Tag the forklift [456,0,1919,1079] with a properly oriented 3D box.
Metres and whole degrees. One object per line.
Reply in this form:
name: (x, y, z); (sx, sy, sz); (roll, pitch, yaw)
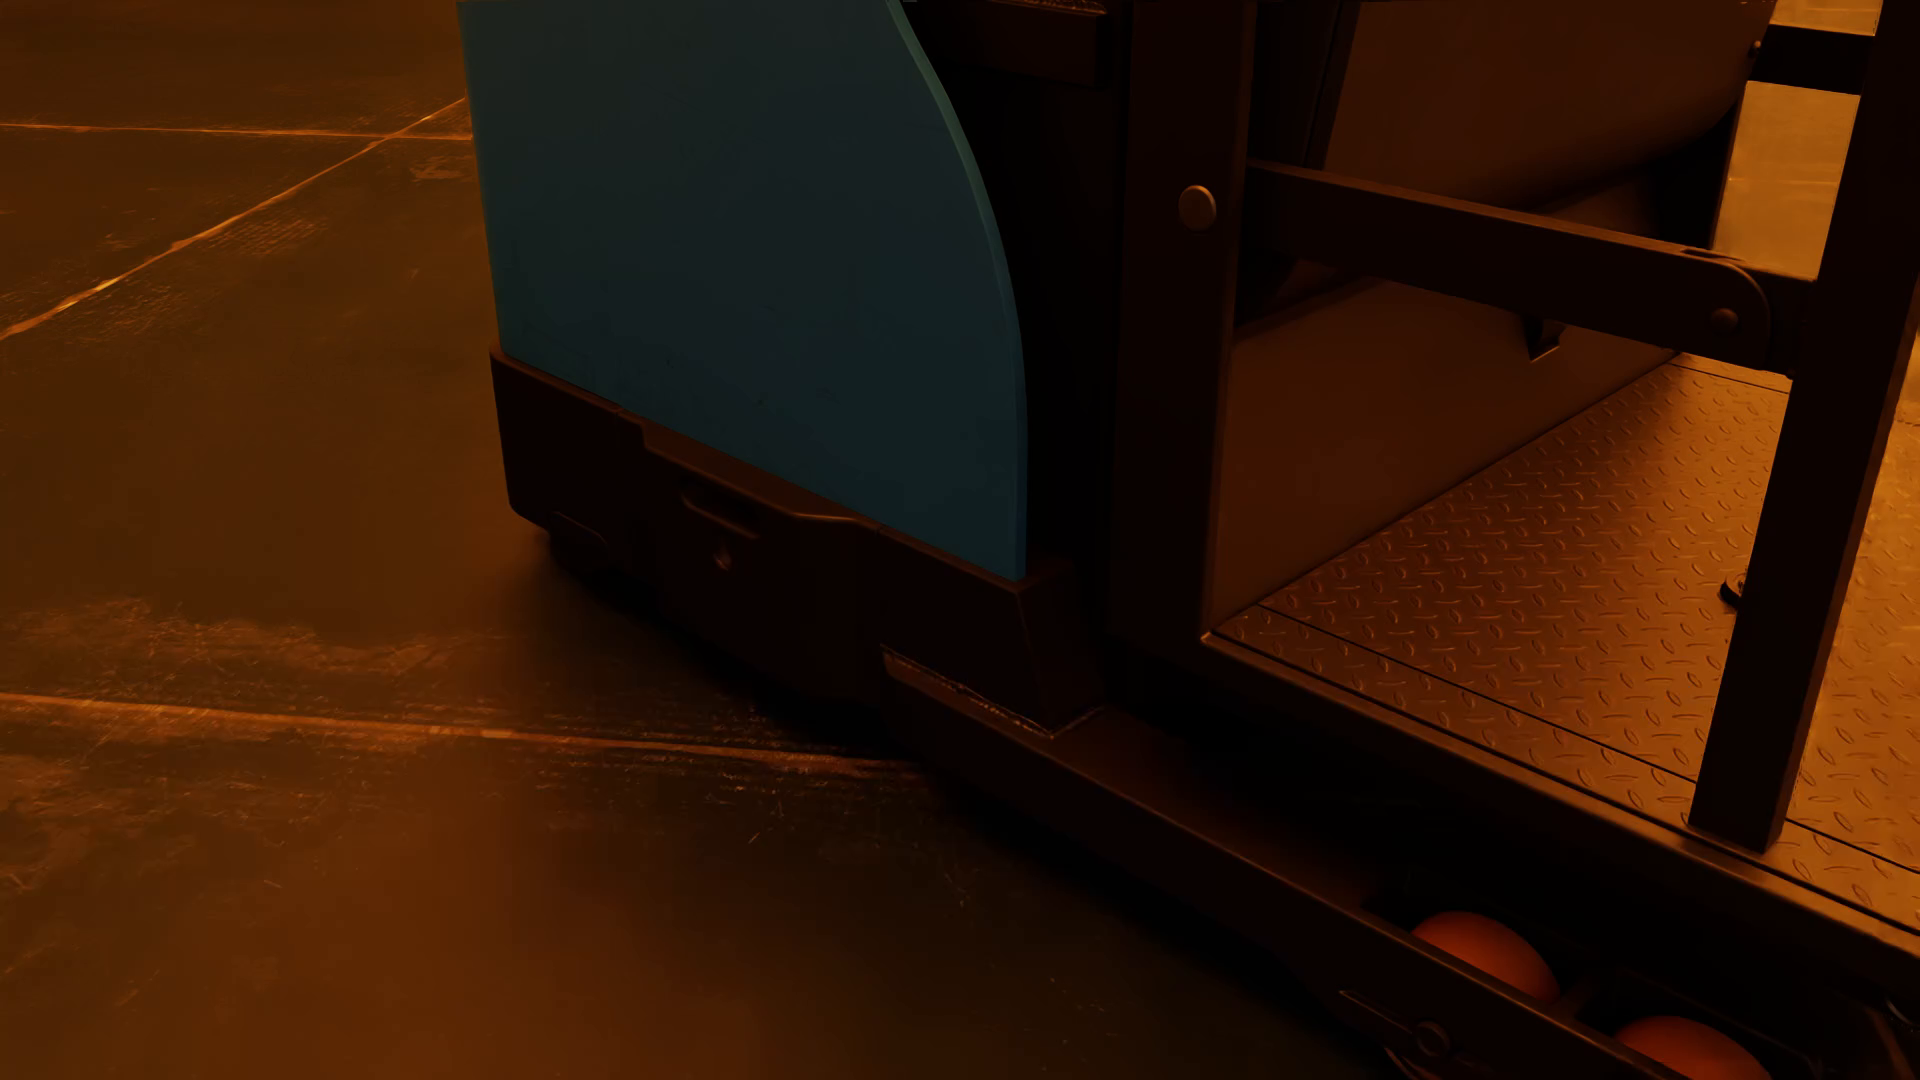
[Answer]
forklift: (0.738, -1.010, 1.241); (3.031, 2.935, 1.130); (24, 35, 39)
